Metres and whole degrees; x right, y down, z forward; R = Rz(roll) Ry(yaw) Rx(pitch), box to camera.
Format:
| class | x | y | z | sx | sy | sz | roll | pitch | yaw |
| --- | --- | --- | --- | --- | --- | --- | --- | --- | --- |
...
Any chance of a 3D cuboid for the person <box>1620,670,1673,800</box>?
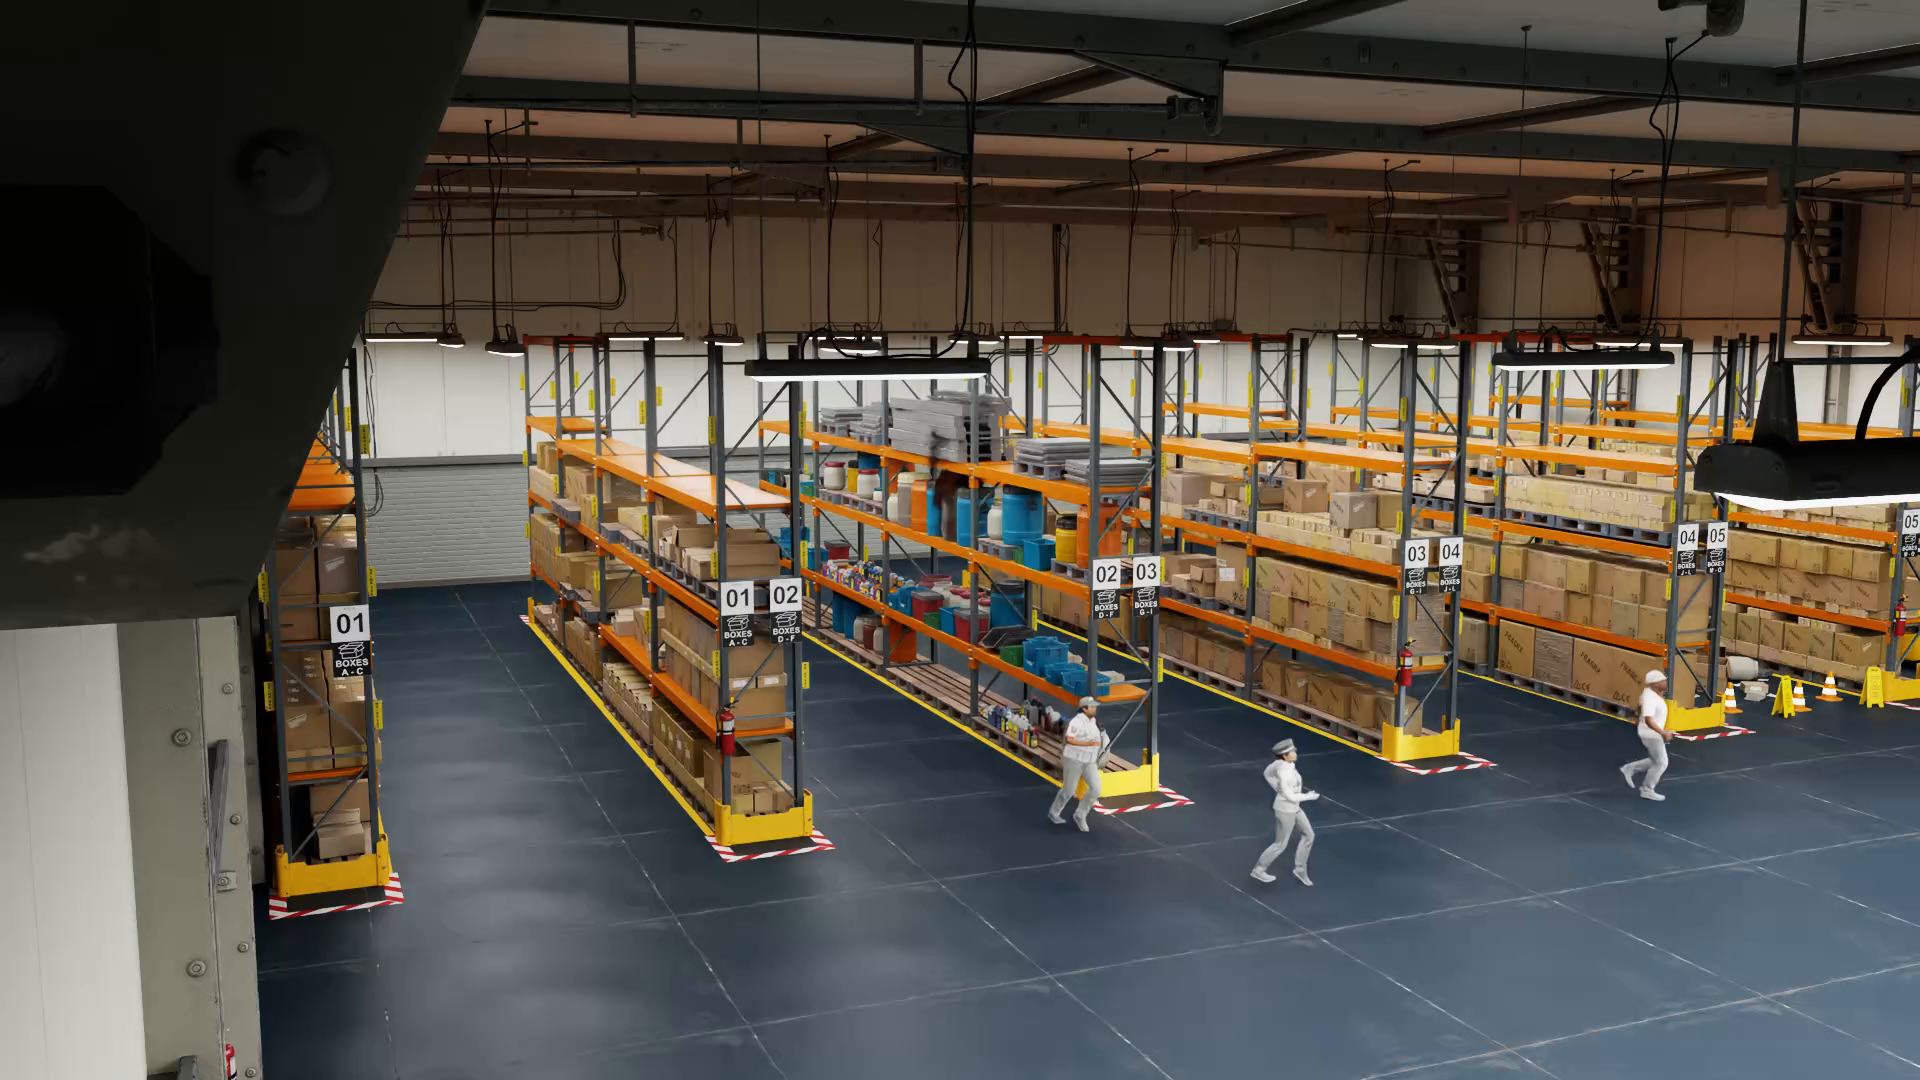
| class | x | y | z | sx | sy | sz | roll | pitch | yaw |
| --- | --- | --- | --- | --- | --- | --- | --- | --- | --- |
| person | 9.095 | 2.567 | 22.008 | 0.609 | 1.725 | 0.732 | 2 | 8 | 18 |

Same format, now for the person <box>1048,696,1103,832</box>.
| class | x | y | z | sx | sy | sz | roll | pitch | yaw |
| --- | --- | --- | --- | --- | --- | --- | --- | --- | --- |
| person | 1.533 | 2.786 | 20.776 | 0.630 | 1.683 | 0.657 | -7 | 10 | -42 |

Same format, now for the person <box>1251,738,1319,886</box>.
| class | x | y | z | sx | sy | sz | roll | pitch | yaw |
| --- | --- | --- | --- | --- | --- | --- | --- | --- | --- |
| person | 3.644 | 3.052 | 18.616 | 0.733 | 1.728 | 0.618 | 2 | 8 | 12 |
